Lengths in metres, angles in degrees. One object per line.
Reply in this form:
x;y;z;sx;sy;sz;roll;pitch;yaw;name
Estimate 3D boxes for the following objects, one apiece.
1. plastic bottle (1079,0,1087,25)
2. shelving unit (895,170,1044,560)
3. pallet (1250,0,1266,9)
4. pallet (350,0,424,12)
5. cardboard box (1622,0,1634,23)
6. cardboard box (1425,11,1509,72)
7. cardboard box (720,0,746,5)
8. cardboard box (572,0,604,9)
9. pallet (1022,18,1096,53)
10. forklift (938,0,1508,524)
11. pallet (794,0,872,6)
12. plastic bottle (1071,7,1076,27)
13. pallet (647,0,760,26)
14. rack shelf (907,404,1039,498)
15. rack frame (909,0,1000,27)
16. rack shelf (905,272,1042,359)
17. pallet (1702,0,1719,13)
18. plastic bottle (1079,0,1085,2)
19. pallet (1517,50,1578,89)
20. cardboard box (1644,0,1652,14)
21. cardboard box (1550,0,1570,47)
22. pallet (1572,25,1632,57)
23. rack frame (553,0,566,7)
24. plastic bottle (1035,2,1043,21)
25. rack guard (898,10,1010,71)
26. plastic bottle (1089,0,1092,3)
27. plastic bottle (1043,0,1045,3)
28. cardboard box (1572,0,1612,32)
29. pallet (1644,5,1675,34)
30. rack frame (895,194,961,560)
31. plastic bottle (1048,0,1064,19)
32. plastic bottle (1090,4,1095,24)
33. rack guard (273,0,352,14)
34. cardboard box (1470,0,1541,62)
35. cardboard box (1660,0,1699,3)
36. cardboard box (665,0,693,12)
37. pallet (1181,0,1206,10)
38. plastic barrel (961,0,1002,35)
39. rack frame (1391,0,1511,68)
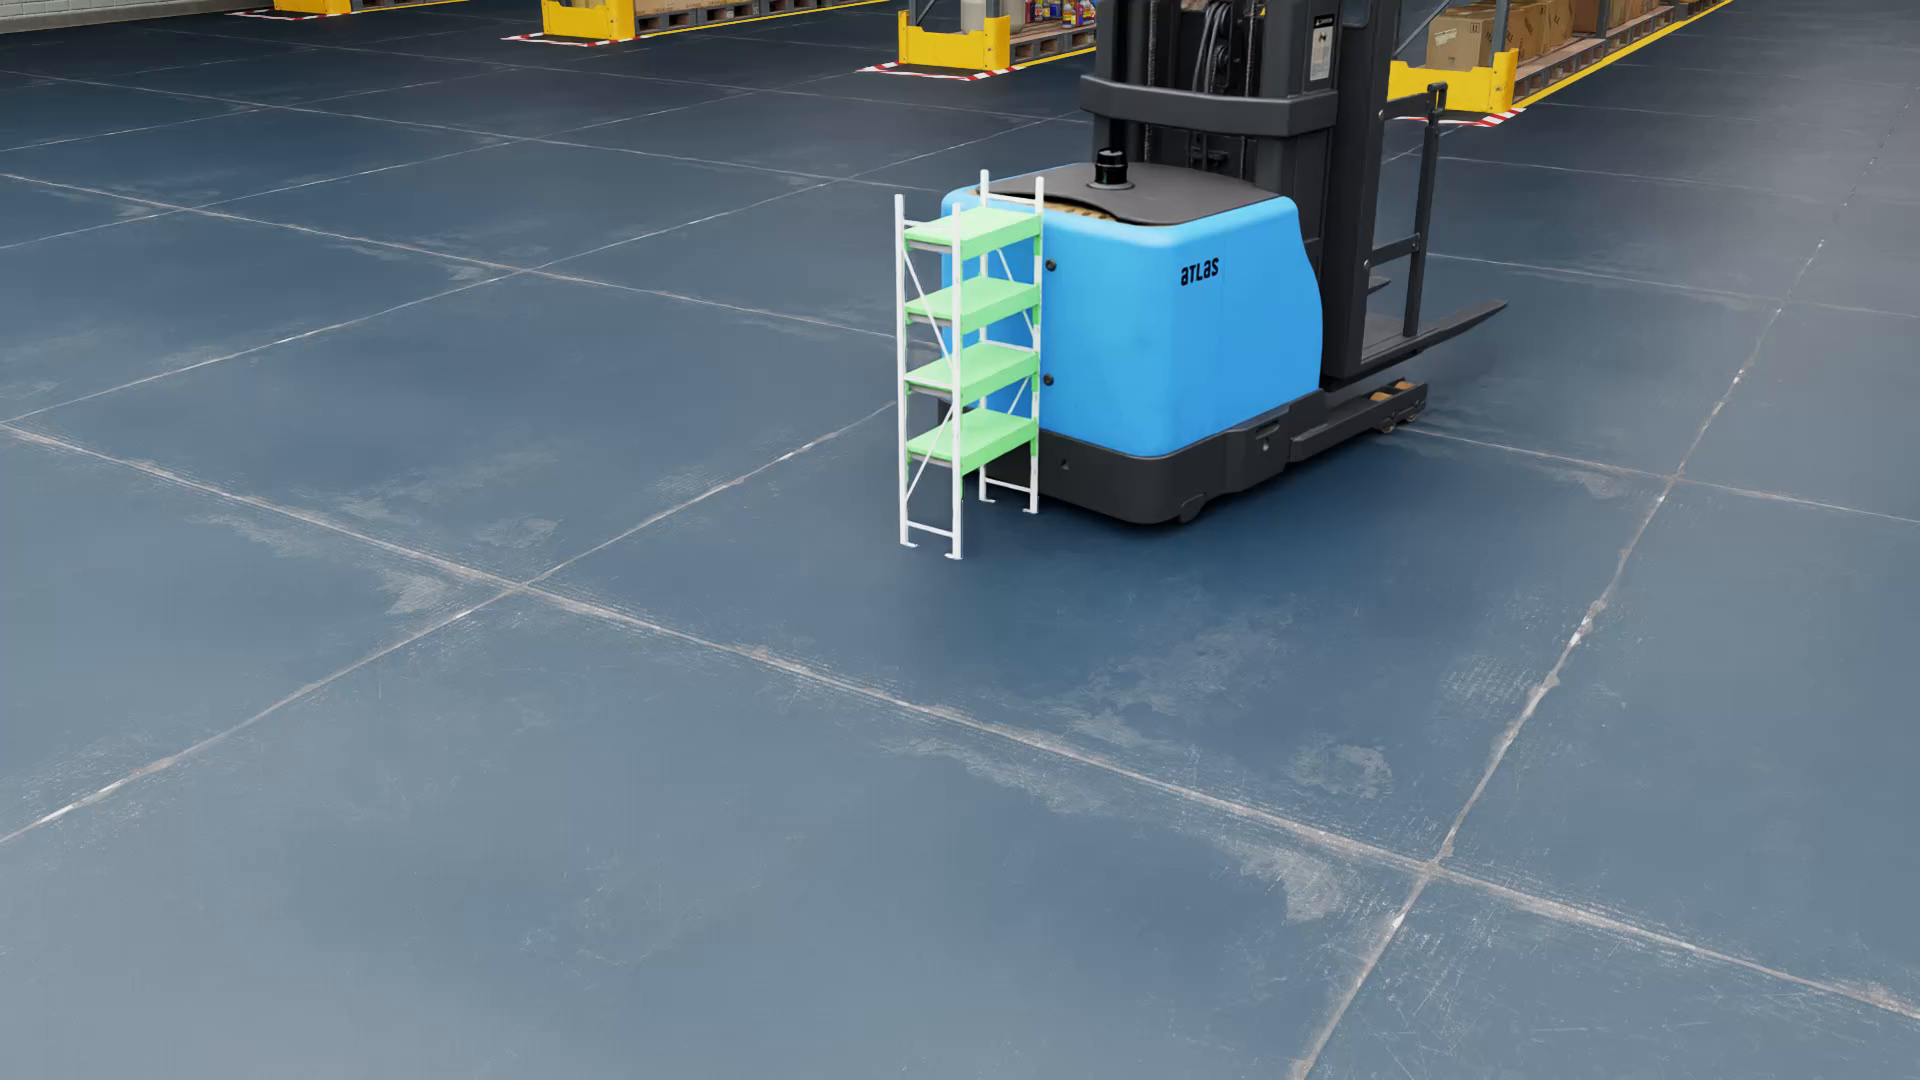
1.338;-5.789;18.226;0.097;0.271;0.097;0;23;0;plastic bottle
0.036;-0.591;5.606;0.258;1.200;0.503;15;28;31;shelving unit
3.714;-7.343;22.447;1.003;0.211;1.213;14;27;29;pallet
-7.982;-7.265;22.267;1.003;0.211;1.213;14;27;29;pallet
7.158;-6.092;18.639;0.700;0.500;0.500;11;26;24;cardboard box
4.487;-4.391;14.736;0.500;0.500;0.500;20;30;38;cardboard box
-3.006;-6.787;20.584;0.500;0.250;0.500;14;27;29;cardboard box
-4.238;-6.389;19.666;0.500;0.250;0.500;14;27;29;cardboard box
1.014;-5.615;18.456;1.003;0.211;1.213;14;27;29;pallet
1.286;-1.899;6.448;1.130;2.935;3.031;20;30;38;forklift
-1.805;-7.543;22.908;1.003;0.211;1.213;14;27;29;pallet
1.212;-5.676;18.054;0.097;0.201;0.097;0;23;0;plastic bottle
-3.258;-6.613;20.760;1.003;0.211;1.213;14;27;29;pallet
0.036;-0.313;5.727;0.258;0.148;0.480;15;28;31;rack shelf
-0.064;-6.176;16.242;1.000;3.000;0.127;14;27;29;rack frame
0.036;-0.753;5.536;0.258;0.148;0.480;15;28;31;rack shelf
9.488;-7.219;22.161;1.003;0.211;1.213;14;27;29;pallet
1.390;-6.297;19.301;0.144;0.351;0.185;14;27;29;plastic bottle
5.287;-4.561;16.021;1.003;0.211;1.213;14;27;29;pallet
7.746;-6.473;19.520;0.700;0.500;0.500;11;26;25;cardboard box
5.713;-5.213;16.633;0.500;0.500;0.500;-18;29;-36;cardboard box
6.663;-5.472;18.124;1.003;0.211;1.213;14;27;29;pallet
-4.270;-7.216;18.642;1.000;3.000;0.127;14;27;29;rack frame
0.878;-5.912;18.600;0.097;0.201;0.097;0;23;0;plastic bottle
-0.064;-5.065;16.820;1.175;0.500;0.348;14;27;29;rack guard
1.500;-5.998;18.696;0.061;0.283;0.133;14;27;29;plastic bottle
0.944;-6.120;18.892;0.144;0.351;0.185;14;27;29;plastic bottle
6.596;-5.746;17.840;0.700;0.500;0.500;12;26;25;cardboard box
7.950;-6.295;20.027;1.003;0.211;1.213;14;27;29;pallet
-0.101;-0.511;5.421;0.240;1.200;0.015;15;28;31;rack frame
1.083;-6.063;18.855;0.152;0.276;0.135;14;27;29;plastic bottle
1.443;-5.824;18.395;0.097;0.201;0.097;0;23;0;plastic bottle
-8.441;-7.131;21.593;1.175;0.500;0.348;14;27;29;rack guard
5.120;-4.808;15.697;0.500;0.500;0.500;17;29;34;cardboard box
8.745;-7.285;20.948;1.225;0.875;0.875;12;26;27;cardboard box
-3.538;-6.450;19.807;0.500;0.250;0.500;14;27;29;cardboard box
2.427;-6.520;20.545;1.003;0.211;1.213;14;27;29;pallet
0.218;-5.466;17.203;0.421;0.512;0.421;0;23;0;plastic barrel
4.144;-5.138;13.844;1.000;3.000;0.127;14;27;29;rack frame
